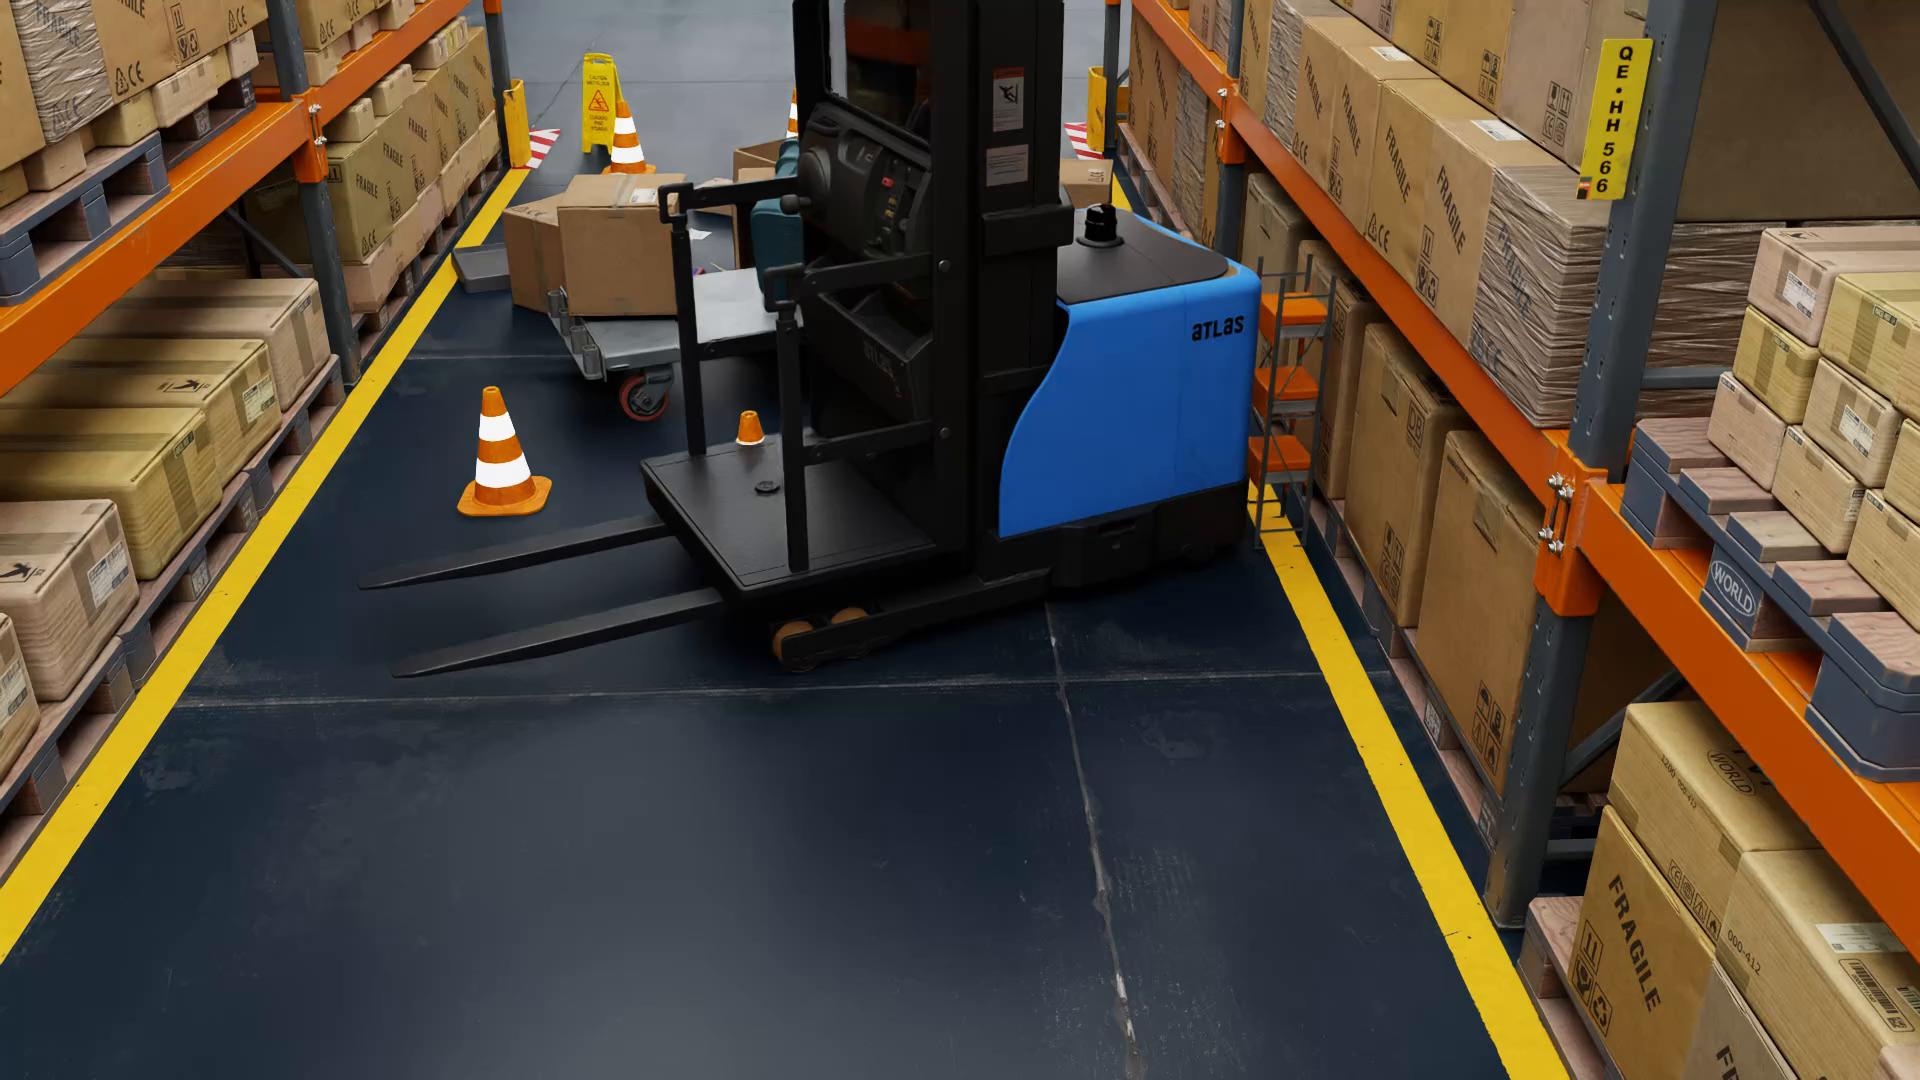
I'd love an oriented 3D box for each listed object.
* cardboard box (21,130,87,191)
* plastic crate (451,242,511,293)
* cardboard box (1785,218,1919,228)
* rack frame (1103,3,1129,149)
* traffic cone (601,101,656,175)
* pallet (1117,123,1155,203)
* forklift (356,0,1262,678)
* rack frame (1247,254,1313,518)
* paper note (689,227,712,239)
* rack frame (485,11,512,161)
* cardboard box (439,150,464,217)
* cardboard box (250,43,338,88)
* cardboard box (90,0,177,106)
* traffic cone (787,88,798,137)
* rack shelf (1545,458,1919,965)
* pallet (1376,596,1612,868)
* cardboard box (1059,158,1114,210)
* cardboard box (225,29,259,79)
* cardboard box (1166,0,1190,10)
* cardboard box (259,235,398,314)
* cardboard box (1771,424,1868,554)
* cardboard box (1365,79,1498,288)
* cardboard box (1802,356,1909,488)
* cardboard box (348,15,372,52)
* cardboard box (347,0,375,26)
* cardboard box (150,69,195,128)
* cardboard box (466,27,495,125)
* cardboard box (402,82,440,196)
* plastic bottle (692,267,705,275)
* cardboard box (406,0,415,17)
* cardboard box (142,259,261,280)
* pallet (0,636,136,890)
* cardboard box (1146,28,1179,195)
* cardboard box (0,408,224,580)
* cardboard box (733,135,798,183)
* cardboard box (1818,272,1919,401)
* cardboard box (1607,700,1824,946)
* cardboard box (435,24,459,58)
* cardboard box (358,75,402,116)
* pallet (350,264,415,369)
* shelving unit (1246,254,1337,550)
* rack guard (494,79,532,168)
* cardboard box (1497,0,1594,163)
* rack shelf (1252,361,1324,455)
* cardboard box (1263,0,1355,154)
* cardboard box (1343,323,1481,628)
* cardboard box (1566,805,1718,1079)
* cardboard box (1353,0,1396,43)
[{"bbox_3d":[-2.917,-1.167,5.061,0.380,0.149,0.250,-1,28,-1],"label":"cardboard box"},{"bbox_3d":[-2.522,-1.488,9.016,0.402,0.080,0.583,-11,30,-20],"label":"plastic crate"},{"bbox_3d":[2.134,-0.614,4.076,0.500,0.500,0.500,-1,28,-2],"label":"cardboard box"},{"bbox_3d":[1.470,-4.051,10.773,1.000,3.000,0.127,-1,28,-3],"label":"rack frame"},{"bbox_3d":[-2.157,-2.592,10.720,0.336,0.463,0.334,-1,28,-3],"label":"traffic cone"},{"bbox_3d":[1.590,-2.447,10.713,1.003,0.211,1.213,-1,28,-3],"label":"pallet"},{"bbox_3d":[-0.499,-1.146,5.277,3.031,2.935,1.130,-13,30,-24],"label":"forklift"},{"bbox_3d":[1.157,-0.548,6.164,0.200,1.050,0.008,-4,28,-8],"label":"rack frame"},{"bbox_3d":[-1.536,-1.779,9.640,0.148,0.019,0.142,8,29,15],"label":"paper note"},{"bbox_3d":[-3.468,-3.885,10.454,1.000,3.000,0.127,-1,28,-3],"label":"rack frame"},{"bbox_3d":[-3.105,-2.004,9.368,0.500,0.250,0.500,-2,28,-4],"label":"cardboard box"},{"bbox_3d":[-2.955,-2.079,7.264,0.380,0.149,0.250,-2,28,-3],"label":"cardboard box"},{"bbox_3d":[-2.958,-1.725,5.429,0.500,0.500,0.500,0,28,-1],"label":"cardboard box"},{"bbox_3d":[-1.066,-2.776,11.072,0.336,0.463,0.334,-1,28,-3],"label":"traffic cone"},{"bbox_3d":[1.992,0.886,2.085,1.077,0.370,4.000,-1,28,-3],"label":"rack shelf"},{"bbox_3d":[1.922,0.514,5.036,1.003,0.211,1.213,-1,28,-3],"label":"pallet"},{"bbox_3d":[0.573,-1.788,9.136,0.500,0.500,0.500,3,28,6],"label":"cardboard box"},{"bbox_3d":[-2.957,-1.881,6.431,0.380,0.149,0.250,-1,28,-2],"label":"cardboard box"},{"bbox_3d":[1.558,-3.188,8.957,0.875,0.550,0.500,-1,28,-3],"label":"cardboard box"},{"bbox_3d":[-3.020,-1.283,7.986,0.500,0.250,0.500,-3,28,-5],"label":"cardboard box"},{"bbox_3d":[1.723,-0.096,3.007,0.380,0.149,0.250,0,28,0],"label":"cardboard box"},{"bbox_3d":[1.545,-1.063,4.937,0.500,0.500,0.500,-2,28,-4],"label":"cardboard box"},{"bbox_3d":[1.729,-0.210,2.904,0.380,0.149,0.250,0,28,0],"label":"cardboard box"},{"bbox_3d":[-3.043,-2.432,7.940,0.380,0.149,0.250,-1,28,-1],"label":"cardboard box"},{"bbox_3d":[-3.053,-2.655,7.667,0.500,0.500,0.500,-1,28,-3],"label":"cardboard box"},{"bbox_3d":[-2.894,-1.523,5.744,0.380,0.149,0.250,-1,28,-2],"label":"cardboard box"},{"bbox_3d":[-3.166,-2.820,10.122,0.500,0.500,0.500,-1,28,-2],"label":"cardboard box"},{"bbox_3d":[-3.085,-2.102,8.745,0.500,0.500,0.500,0,28,0],"label":"cardboard box"},{"bbox_3d":[-1.454,-1.376,8.822,0.133,0.061,0.283,3,28,6],"label":"plastic bottle"},{"bbox_3d":[-3.054,-2.786,8.619,0.380,0.149,0.250,-1,28,-3],"label":"cardboard box"},{"bbox_3d":[-3.558,-1.271,7.962,0.500,0.250,0.500,0,28,0],"label":"cardboard box"},{"bbox_3d":[-3.089,0.685,4.708,1.003,0.211,1.213,-1,28,-3],"label":"pallet"},{"bbox_3d":[1.620,-2.577,9.791,0.875,0.875,0.875,-2,28,-3],"label":"cardboard box"},{"bbox_3d":[-3.150,-0.163,5.707,0.950,0.372,0.625,0,28,-1],"label":"cardboard box"},{"bbox_3d":[-0.848,-2.028,9.594,0.797,0.503,0.637,-23,35,-37],"label":"cardboard box"},{"bbox_3d":[1.735,-0.353,2.857,0.380,0.149,0.250,-2,28,-4],"label":"cardboard box"},{"bbox_3d":[1.682,0.558,3.375,0.500,0.250,0.500,-3,28,-5],"label":"cardboard box"},{"bbox_3d":[-3.069,-2.824,9.428,0.380,0.149,0.250,-1,28,-2],"label":"cardboard box"},{"bbox_3d":[-2.995,-2.200,8.231,0.380,0.149,0.250,0,28,-1],"label":"cardboard box"},{"bbox_3d":[-3.329,-1.110,8.150,1.003,0.211,1.213,-1,28,-3],"label":"pallet"},{"bbox_3d":[1.175,-0.493,6.057,0.215,1.050,0.252,-4,28,-8],"label":"shelving unit"},{"bbox_3d":[-3.464,-2.741,10.965,1.175,0.500,0.348,-1,28,-3],"label":"rack guard"},{"bbox_3d":[1.847,-1.285,4.281,0.700,0.500,0.500,-2,28,-3],"label":"cardboard box"},{"bbox_3d":[1.175,-0.484,6.062,0.215,0.259,0.240,-4,28,-8],"label":"rack shelf"},{"bbox_3d":[1.465,-1.765,6.283,0.500,0.500,0.500,-1,28,-2],"label":"cardboard box"},{"bbox_3d":[1.897,-0.232,5.430,1.050,0.750,0.750,-1,28,-2],"label":"cardboard box"},{"bbox_3d":[1.670,0.899,3.532,0.500,0.500,0.500,-3,28,-5],"label":"cardboard box"},{"bbox_3d":[1.766,-1.991,5.635,0.700,0.500,0.500,-1,28,-2],"label":"cardboard box"}]
